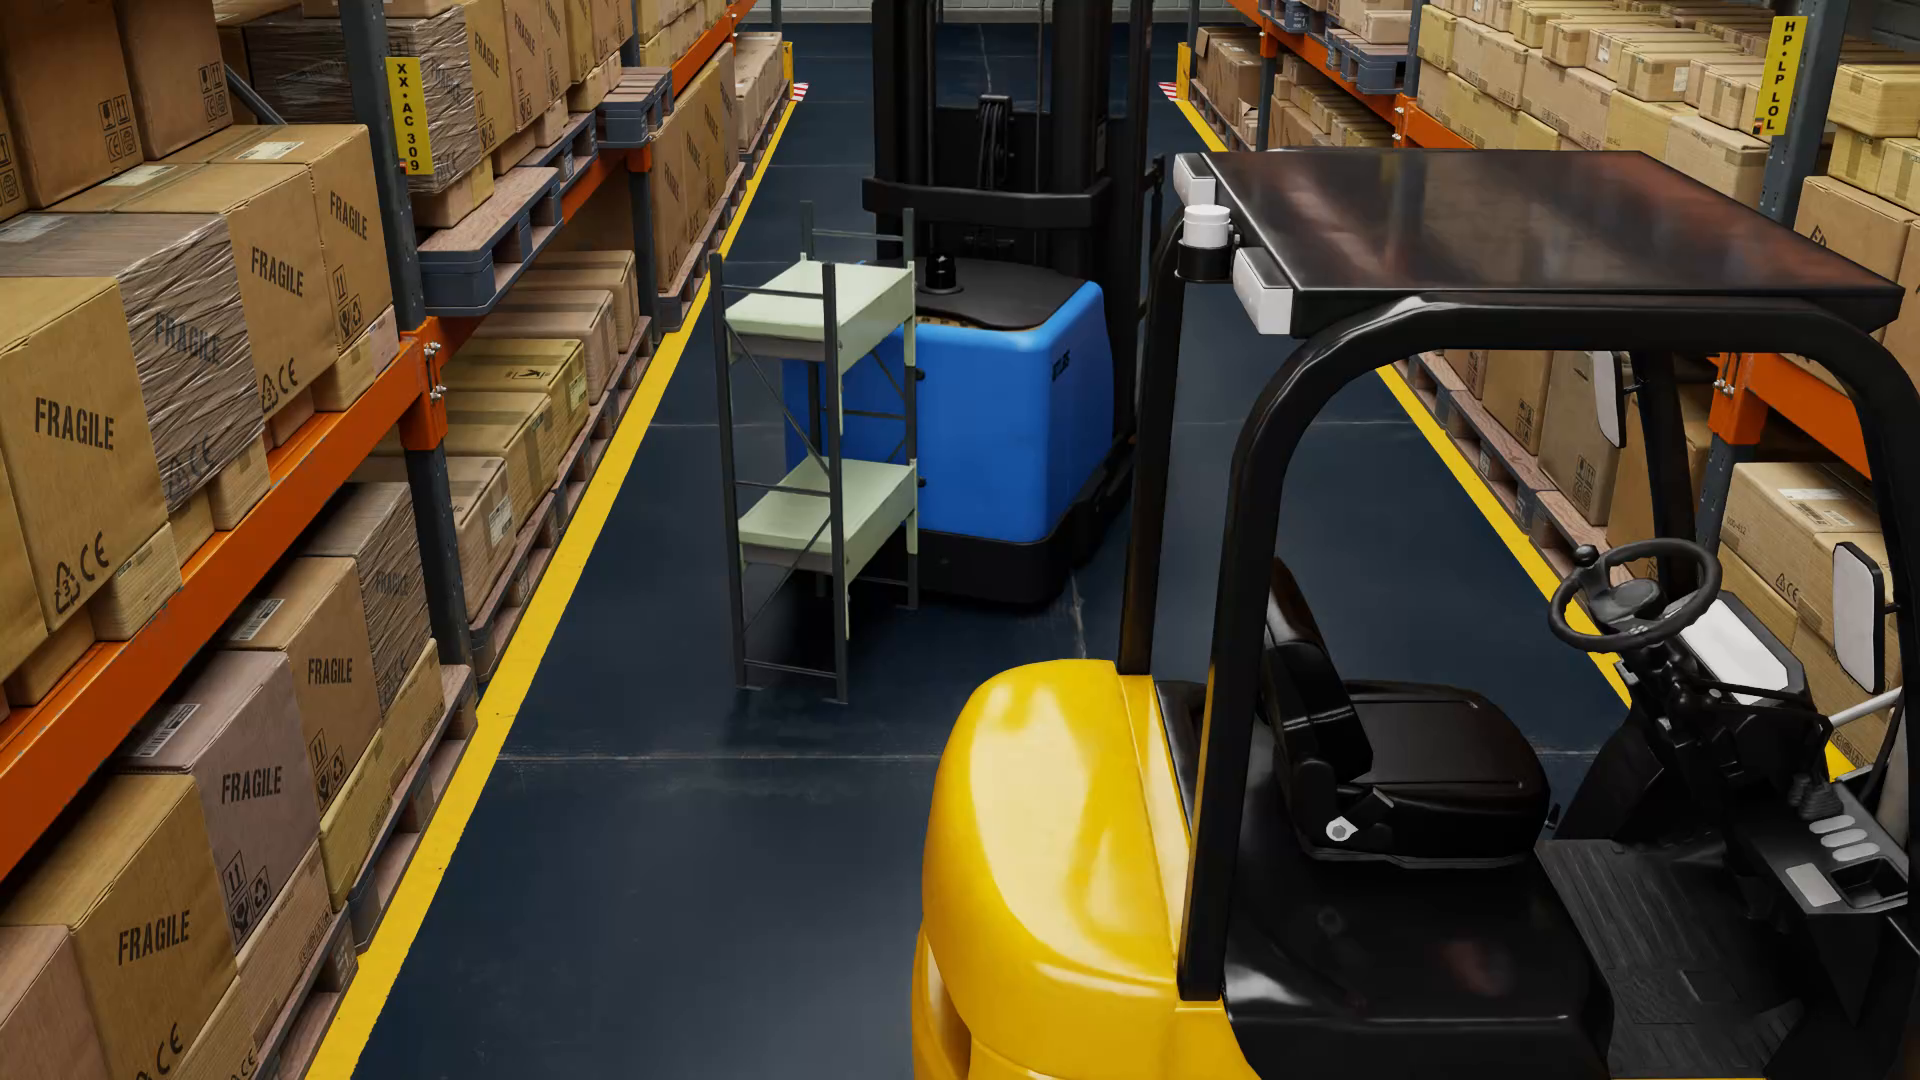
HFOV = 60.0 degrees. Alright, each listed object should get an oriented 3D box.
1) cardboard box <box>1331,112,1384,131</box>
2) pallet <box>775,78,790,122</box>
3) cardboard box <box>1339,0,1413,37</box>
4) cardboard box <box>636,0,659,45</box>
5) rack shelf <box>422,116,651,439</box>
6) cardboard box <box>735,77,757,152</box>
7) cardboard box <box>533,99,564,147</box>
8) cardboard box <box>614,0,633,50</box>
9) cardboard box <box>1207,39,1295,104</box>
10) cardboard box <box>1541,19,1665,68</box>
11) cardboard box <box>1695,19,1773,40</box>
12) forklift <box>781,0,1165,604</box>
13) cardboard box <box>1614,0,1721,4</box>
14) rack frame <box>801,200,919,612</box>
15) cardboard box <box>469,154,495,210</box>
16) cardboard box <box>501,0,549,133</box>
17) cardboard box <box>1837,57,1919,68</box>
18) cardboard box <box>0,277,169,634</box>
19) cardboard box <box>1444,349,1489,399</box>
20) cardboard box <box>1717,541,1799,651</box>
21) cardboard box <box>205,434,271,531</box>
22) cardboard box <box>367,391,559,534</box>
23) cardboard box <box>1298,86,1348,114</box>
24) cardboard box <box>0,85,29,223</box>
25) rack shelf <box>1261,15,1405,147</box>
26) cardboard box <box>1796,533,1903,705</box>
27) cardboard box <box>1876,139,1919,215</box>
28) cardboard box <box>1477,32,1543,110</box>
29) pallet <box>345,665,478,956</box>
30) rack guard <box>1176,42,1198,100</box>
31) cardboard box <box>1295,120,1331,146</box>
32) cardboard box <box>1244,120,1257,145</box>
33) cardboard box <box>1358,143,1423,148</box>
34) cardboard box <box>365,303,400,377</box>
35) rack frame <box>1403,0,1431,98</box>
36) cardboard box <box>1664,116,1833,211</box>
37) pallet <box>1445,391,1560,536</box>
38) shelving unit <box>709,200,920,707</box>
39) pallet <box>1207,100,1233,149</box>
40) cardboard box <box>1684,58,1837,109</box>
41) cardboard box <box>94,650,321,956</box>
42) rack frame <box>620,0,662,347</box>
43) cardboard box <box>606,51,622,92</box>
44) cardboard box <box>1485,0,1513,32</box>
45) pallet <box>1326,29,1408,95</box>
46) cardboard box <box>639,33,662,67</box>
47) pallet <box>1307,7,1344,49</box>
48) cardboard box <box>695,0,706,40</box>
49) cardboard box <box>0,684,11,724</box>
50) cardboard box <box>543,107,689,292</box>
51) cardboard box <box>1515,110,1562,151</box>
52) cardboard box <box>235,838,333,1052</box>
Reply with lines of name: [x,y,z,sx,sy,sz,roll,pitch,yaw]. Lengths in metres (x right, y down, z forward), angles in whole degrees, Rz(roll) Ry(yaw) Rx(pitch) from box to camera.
cardboard box: [2.618,-2.670,10.750,0.380,0.149,0.250,0,24,0]
pallet: [-2.149,-4.144,15.658,1.003,0.211,1.213,0,24,-1]
cardboard box: [2.480,-3.028,9.477,0.500,0.250,0.500,-1,24,-3]
cardboard box: [-1.907,-2.817,8.914,0.500,0.250,0.500,0,24,-1]
rack shelf: [-2.127,-1.296,6.848,1.077,0.370,4.000,0,24,-1]
cardboard box: [-2.092,-3.379,13.181,0.875,0.438,0.875,-1,24,-1]
cardboard box: [-1.781,-1.643,6.537,0.380,0.149,0.250,1,24,1]
cardboard box: [-1.866,-2.634,7.942,0.500,0.500,0.500,-1,24,-2]
cardboard box: [2.610,-4.216,14.955,0.700,0.500,0.500,1,24,2]
cardboard box: [2.509,-1.939,6.490,0.380,0.149,0.250,-1,24,-2]
cardboard box: [3.099,-1.939,6.488,0.380,0.149,0.250,0,24,0]
forklift: [0.291,-1.685,6.919,1.130,2.935,3.031,8,26,17]
cardboard box: [3.150,-2.364,7.429,0.380,0.149,0.250,-1,24,-2]
rack frame: [-0.347,-0.447,5.918,0.400,1.500,0.023,7,25,16]
cardboard box: [-1.789,-1.208,5.577,0.380,0.149,0.250,0,24,1]
cardboard box: [-1.821,-1.777,6.046,0.500,0.500,0.500,0,24,-1]
cardboard box: [3.117,-1.524,5.571,0.380,0.149,0.250,0,24,-1]
cardboard box: [-1.818,-0.162,2.985,0.500,0.500,0.500,-1,24,-2]
cardboard box: [2.823,-1.055,7.814,0.875,0.625,0.625,1,24,1]
cardboard box: [2.555,0.211,4.864,0.500,0.250,0.500,0,24,-1]
cardboard box: [-1.782,-0.135,3.714,0.380,0.149,0.250,-1,24,-1]
cardboard box: [-2.124,-0.306,6.465,0.950,0.372,0.625,1,24,3]
cardboard box: [2.604,-3.099,11.699,0.380,0.149,0.250,-1,24,-3]
cardboard box: [-2.355,-0.836,3.263,0.700,0.500,0.500,-1,24,-2]
rack shelf: [2.793,-2.968,10.545,1.077,0.370,4.000,0,24,-1]
cardboard box: [2.545,0.194,4.295,0.500,0.250,0.500,0,24,0]
cardboard box: [2.603,-0.925,4.247,0.380,0.149,0.250,0,24,1]
cardboard box: [2.567,-2.025,7.163,0.500,0.250,0.500,-1,24,-2]
pallet: [-2.062,0.748,4.841,1.003,0.211,1.213,0,24,-1]
rack guard: [2.728,-4.598,16.309,1.175,0.500,0.348,0,24,-1]
cardboard box: [2.568,-2.547,11.265,0.500,0.500,0.500,-1,24,-2]
cardboard box: [2.471,-3.240,13.225,0.380,0.149,0.250,-1,24,-2]
cardboard box: [2.563,-2.243,9.806,0.380,0.149,0.250,-1,24,-2]
cardboard box: [-1.797,-0.554,4.640,0.380,0.149,0.250,-1,24,-1]
rack frame: [2.815,-2.472,8.575,1.000,3.000,0.127,0,24,-1]
cardboard box: [2.597,-1.184,5.303,0.500,0.250,0.500,-1,24,-2]
pallet: [2.795,-0.360,7.290,1.003,0.211,1.213,0,24,-1]
shelving unit: [-0.455,-0.303,5.599,0.431,1.500,0.755,7,25,16]
pallet: [2.748,-3.636,14.534,1.003,0.211,1.213,0,24,-1]
cardboard box: [2.662,-1.511,5.543,0.380,0.149,0.250,0,24,-1]
cardboard box: [-1.816,0.583,3.739,0.500,0.500,0.500,1,24,2]
rack frame: [-2.149,-2.448,8.522,1.000,3.000,0.127,0,24,-1]
cardboard box: [-1.787,-2.177,7.718,0.380,0.149,0.250,0,24,-1]
cardboard box: [2.572,-2.357,7.412,0.380,0.149,0.250,0,24,0]
pallet: [2.737,-2.663,9.231,1.213,0.211,1.003,0,24,-1]
cardboard box: [-1.902,-2.582,9.001,0.500,0.250,0.500,-1,24,-1]
pallet: [2.789,-3.185,10.386,1.003,0.211,1.213,0,24,-1]
cardboard box: [-1.944,-3.426,10.867,0.500,0.250,0.500,-1,24,-2]
cardboard box: [-1.853,0.289,2.776,0.380,0.149,0.250,1,24,1]
cardboard box: [-2.073,-1.956,9.503,0.875,0.875,0.875,0,24,-1]
cardboard box: [2.592,-1.586,6.799,0.500,0.250,0.500,1,24,1]
cardboard box: [-1.813,0.933,3.873,0.500,0.250,0.500,0,24,0]
